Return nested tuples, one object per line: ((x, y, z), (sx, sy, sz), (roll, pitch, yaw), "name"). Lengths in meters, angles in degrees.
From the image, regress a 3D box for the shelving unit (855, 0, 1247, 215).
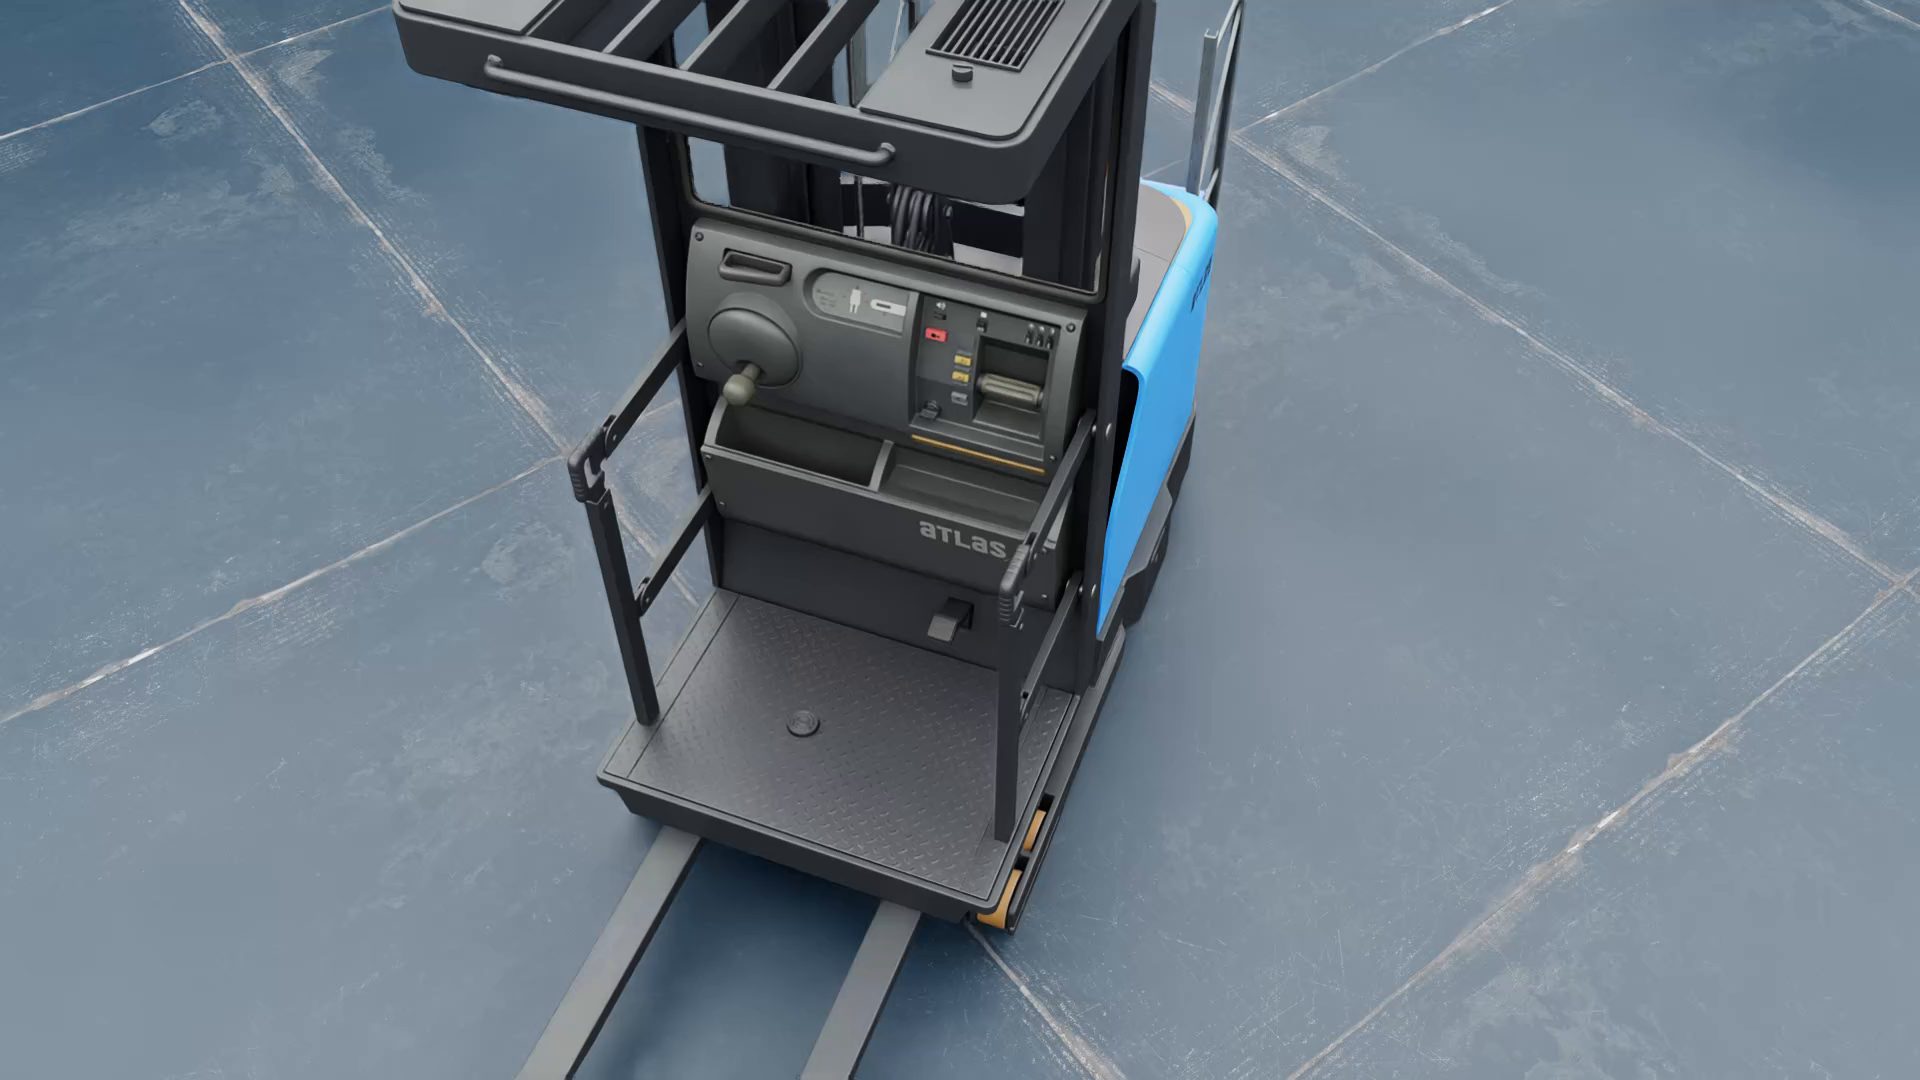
((0.266, -1.135, 5.267), (1.048, 1.500, 0.538), (14, 49, 12), "shelving unit")

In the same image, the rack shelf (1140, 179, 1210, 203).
((0.266, -1.014, 5.400), (1.000, 0.185, 0.538), (14, 49, 12), "rack shelf")

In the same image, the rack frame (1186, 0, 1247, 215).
((0.747, -1.015, 5.157), (0.032, 1.500, 0.500), (14, 49, 12), "rack frame")

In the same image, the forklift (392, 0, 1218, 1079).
((-0.258, -0.333, 3.574), (1.130, 2.935, 3.031), (16, 50, 14), "forklift")

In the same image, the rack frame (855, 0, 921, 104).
((-0.216, -1.256, 5.376), (0.032, 1.500, 0.500), (14, 49, 12), "rack frame")
